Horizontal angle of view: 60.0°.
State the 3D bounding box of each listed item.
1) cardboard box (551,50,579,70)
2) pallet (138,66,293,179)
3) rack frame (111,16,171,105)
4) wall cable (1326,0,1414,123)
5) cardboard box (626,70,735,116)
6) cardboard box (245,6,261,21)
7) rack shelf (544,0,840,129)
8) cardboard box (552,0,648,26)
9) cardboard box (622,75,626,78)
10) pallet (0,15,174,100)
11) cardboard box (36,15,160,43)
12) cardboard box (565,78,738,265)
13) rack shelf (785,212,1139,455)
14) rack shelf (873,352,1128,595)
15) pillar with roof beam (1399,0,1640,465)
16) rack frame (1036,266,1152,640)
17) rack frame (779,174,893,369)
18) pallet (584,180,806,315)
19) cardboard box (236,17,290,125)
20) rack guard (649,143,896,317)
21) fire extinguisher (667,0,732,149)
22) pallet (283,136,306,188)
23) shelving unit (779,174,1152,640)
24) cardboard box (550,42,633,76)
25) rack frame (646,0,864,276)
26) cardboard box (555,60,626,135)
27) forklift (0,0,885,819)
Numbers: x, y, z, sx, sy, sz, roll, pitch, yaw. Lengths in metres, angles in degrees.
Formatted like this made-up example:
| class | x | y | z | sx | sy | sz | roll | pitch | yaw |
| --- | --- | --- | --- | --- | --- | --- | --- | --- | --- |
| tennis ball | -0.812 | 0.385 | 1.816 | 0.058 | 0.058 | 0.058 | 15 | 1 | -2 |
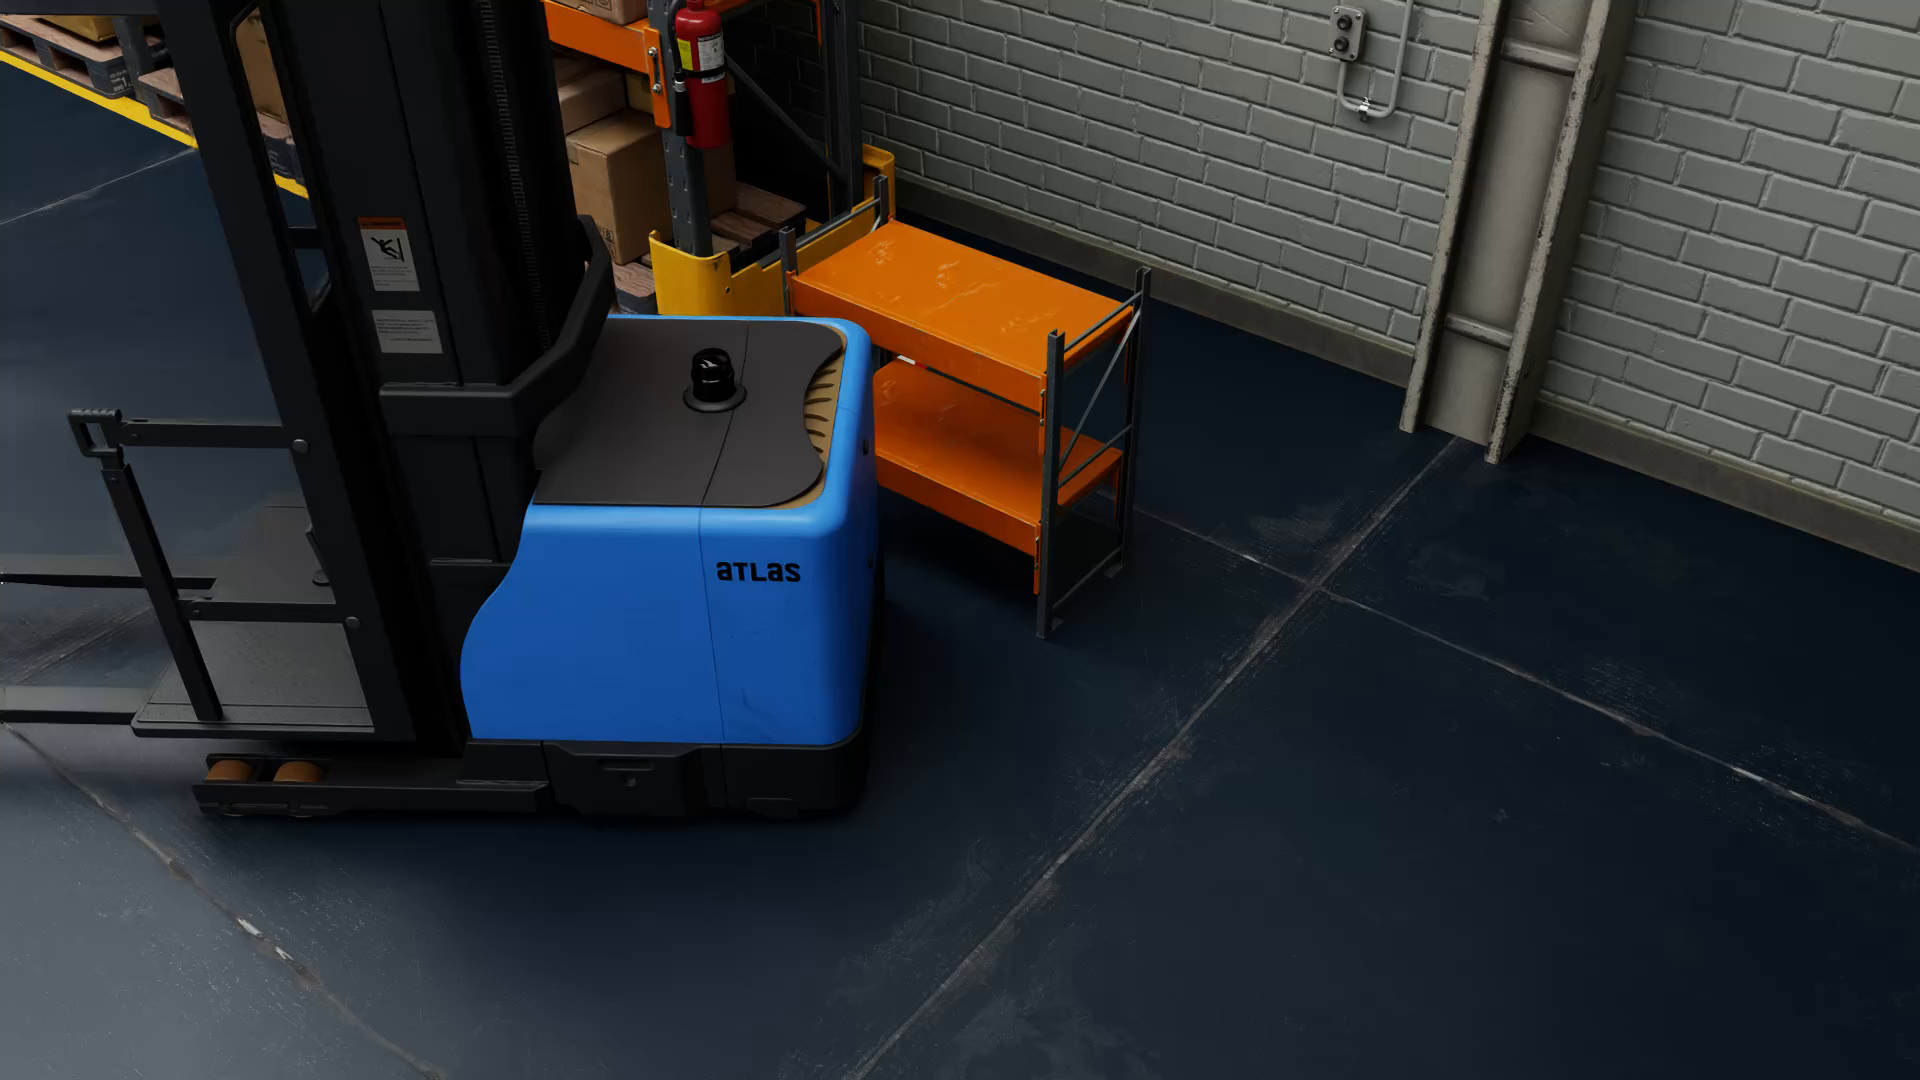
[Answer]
| class | x | y | z | sx | sy | sz | roll | pitch | yaw |
| --- | --- | --- | --- | --- | --- | --- | --- | --- | --- |
| cardboard box | -1.793 | -1.896 | 6.900 | 0.250 | 0.149 | 0.380 | 26 | 45 | 30 |
| pallet | -3.381 | -2.269 | 8.477 | 1.213 | 0.211 | 1.003 | 25 | 45 | 29 |
| rack frame | -3.938 | -3.690 | 8.030 | 0.127 | 3.000 | 1.000 | 25 | 45 | 29 |
| wall cable | 0.831 | -2.576 | 5.783 | 1.851 | 1.984 | 0.084 | 25 | 45 | 29 |
| cardboard box | -1.156 | -1.893 | 6.896 | 0.250 | 0.149 | 0.380 | 26 | 45 | 29 |
| cardboard box | -3.245 | -2.579 | 7.772 | 0.250 | 0.149 | 0.380 | 27 | 45 | 30 |
| rack shelf | -2.349 | -2.658 | 7.295 | 4.000 | 0.370 | 1.077 | 25 | 45 | 29 |
| cardboard box | -1.172 | -2.497 | 6.262 | 0.700 | 0.700 | 0.980 | 27 | 46 | 30 |
| cardboard box | -1.775 | -1.774 | 7.270 | 0.500 | 0.500 | 0.700 | 25 | 45 | 28 |
| pallet | -4.596 | -2.844 | 9.212 | 1.213 | 0.211 | 1.003 | 25 | 45 | 29 |
| cardboard box | -4.533 | -3.189 | 8.793 | 0.750 | 0.750 | 0.750 | 26 | 45 | 29 |
| cardboard box | -1.377 | -1.587 | 7.030 | 0.500 | 0.500 | 0.700 | 25 | 45 | 29 |
| rack shelf | 0.005 | -0.671 | 5.220 | 1.000 | 0.278 | 0.538 | 25 | 45 | 29 |
| rack shelf | 0.005 | -0.248 | 5.551 | 1.000 | 0.278 | 0.538 | 25 | 45 | 29 |
| pillar with roof beam | -0.706 | -1.859 | 0.825 | 0.400 | 9.000 | 9.100 | 25 | 45 | 29 |
| rack frame | 0.409 | -0.250 | 5.157 | 0.032 | 1.125 | 0.500 | 25 | 45 | 29 |
| rack frame | -0.398 | -0.631 | 5.643 | 0.032 | 1.125 | 0.500 | 25 | 45 | 29 |
| pallet | -1.443 | -1.355 | 7.310 | 1.213 | 0.211 | 1.003 | 25 | 45 | 29 |
| cardboard box | -3.009 | -2.351 | 8.007 | 0.500 | 0.500 | 0.700 | 25 | 44 | 28 |
| rack guard | -0.741 | -1.199 | 6.876 | 0.348 | 0.500 | 1.175 | 25 | 45 | 29 |
| fire extinguisher | -0.921 | -1.733 | 5.895 | 0.183 | 0.674 | 0.296 | 25 | 45 | 29 |
| pallet | -2.408 | -1.813 | 7.894 | 1.213 | 0.211 | 1.003 | 25 | 45 | 29 |
| shelving unit | 0.005 | -0.440 | 5.400 | 1.048 | 1.125 | 0.538 | 25 | 45 | 29 |
| cardboard box | -1.559 | -2.082 | 7.137 | 0.250 | 0.149 | 0.380 | 25 | 45 | 29 |
| rack frame | -0.760 | -2.192 | 6.117 | 0.127 | 3.000 | 1.000 | 25 | 45 | 29 |
| cardboard box | -1.590 | -1.801 | 6.778 | 0.250 | 0.149 | 0.380 | 25 | 44 | 28 |
| forklift | -1.771 | -0.688 | 4.252 | 3.031 | 2.935 | 1.130 | 1 | 38 | 1 |
